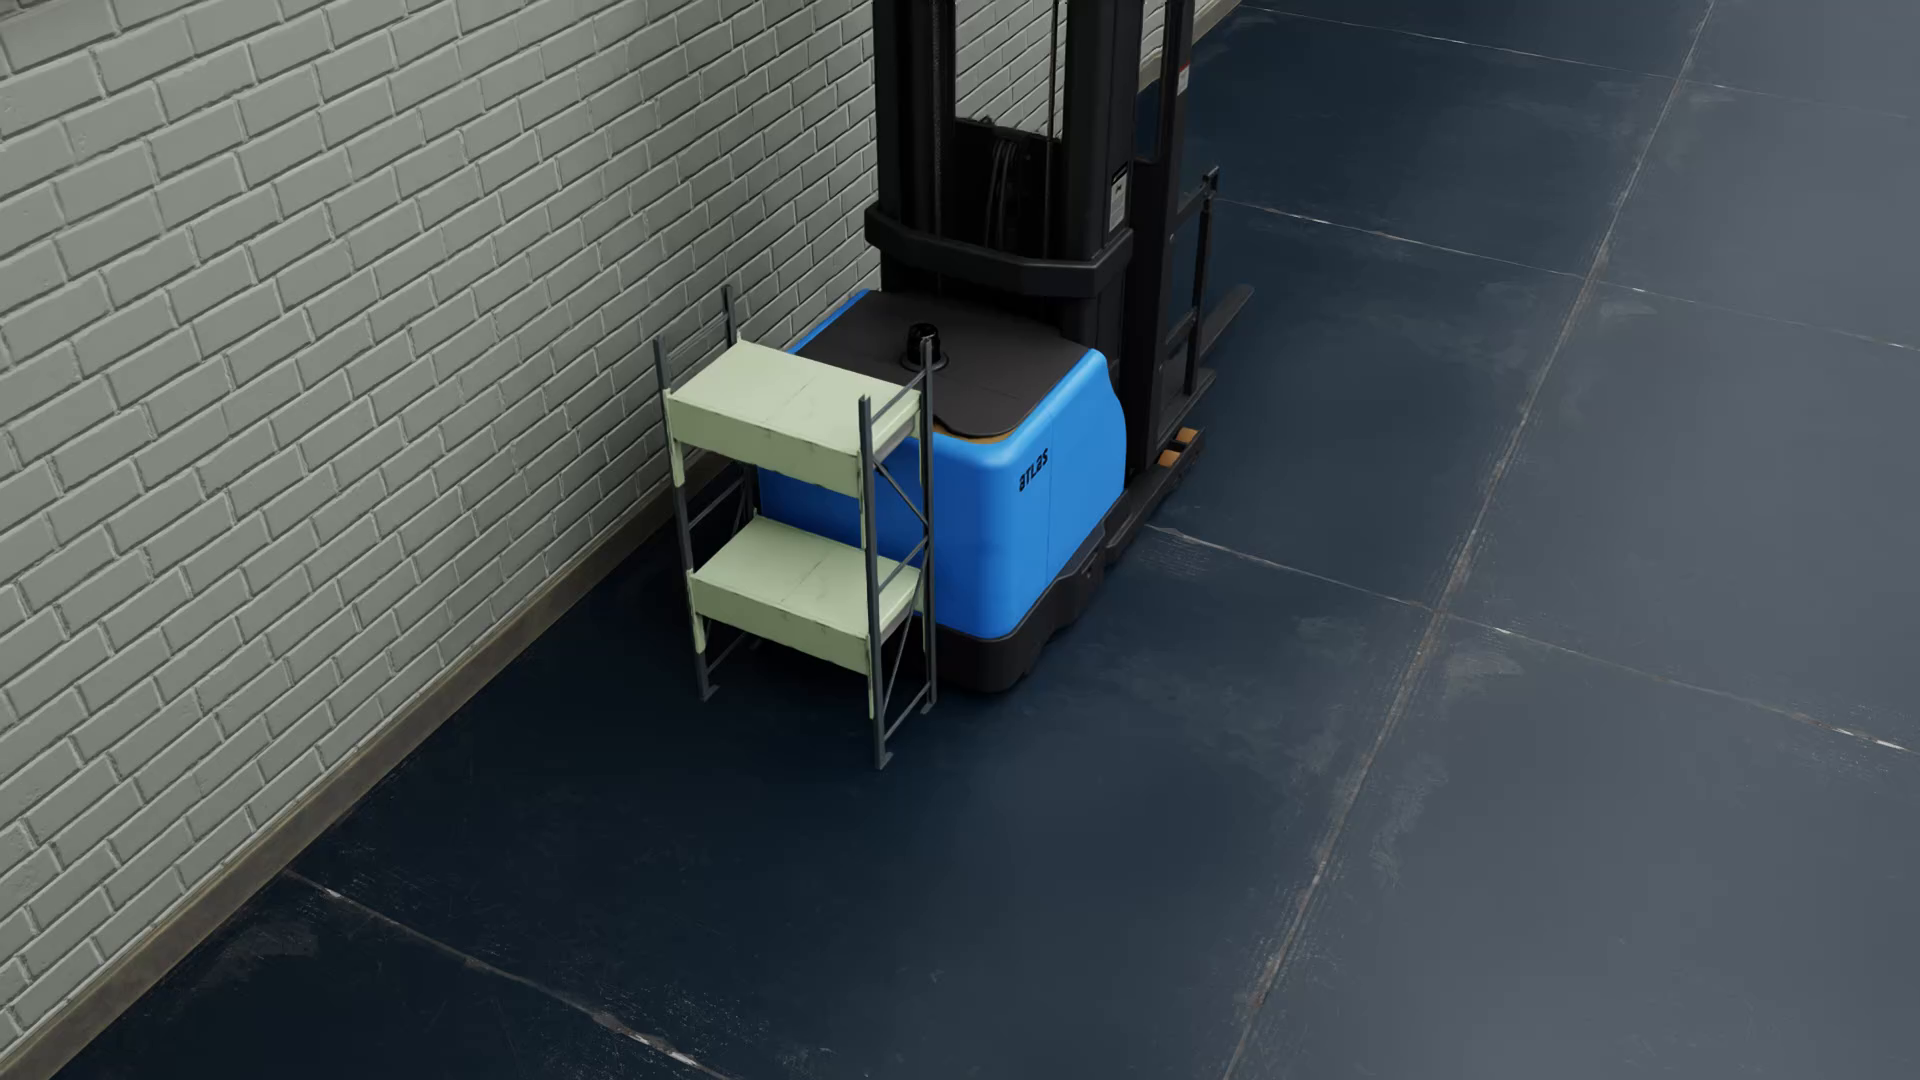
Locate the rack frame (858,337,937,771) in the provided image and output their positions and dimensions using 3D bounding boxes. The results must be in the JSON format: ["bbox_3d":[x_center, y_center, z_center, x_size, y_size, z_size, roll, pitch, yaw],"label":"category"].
[{"bbox_3d":[-0.189,0.087,5.393,0.023,1.500,0.400,18,41,22],"label":"rack frame"}]

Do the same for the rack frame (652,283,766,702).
[{"bbox_3d":[-0.834,-0.122,5.669,0.023,1.500,0.400,18,41,22],"label":"rack frame"}]

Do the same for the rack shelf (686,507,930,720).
[{"bbox_3d":[-0.511,0.241,5.729,0.720,0.370,0.431,18,41,22],"label":"rack shelf"}]

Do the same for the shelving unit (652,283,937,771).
[{"bbox_3d":[-0.512,-0.018,5.531,0.755,1.500,0.431,18,41,22],"label":"shelving unit"}]

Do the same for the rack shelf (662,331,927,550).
[{"bbox_3d":[-0.513,-0.328,5.294,0.720,0.370,0.431,18,41,22],"label":"rack shelf"}]

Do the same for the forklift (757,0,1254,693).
[{"bbox_3d":[0.403,-1.500,6.302,1.130,2.935,3.031,18,41,22],"label":"forklift"}]
